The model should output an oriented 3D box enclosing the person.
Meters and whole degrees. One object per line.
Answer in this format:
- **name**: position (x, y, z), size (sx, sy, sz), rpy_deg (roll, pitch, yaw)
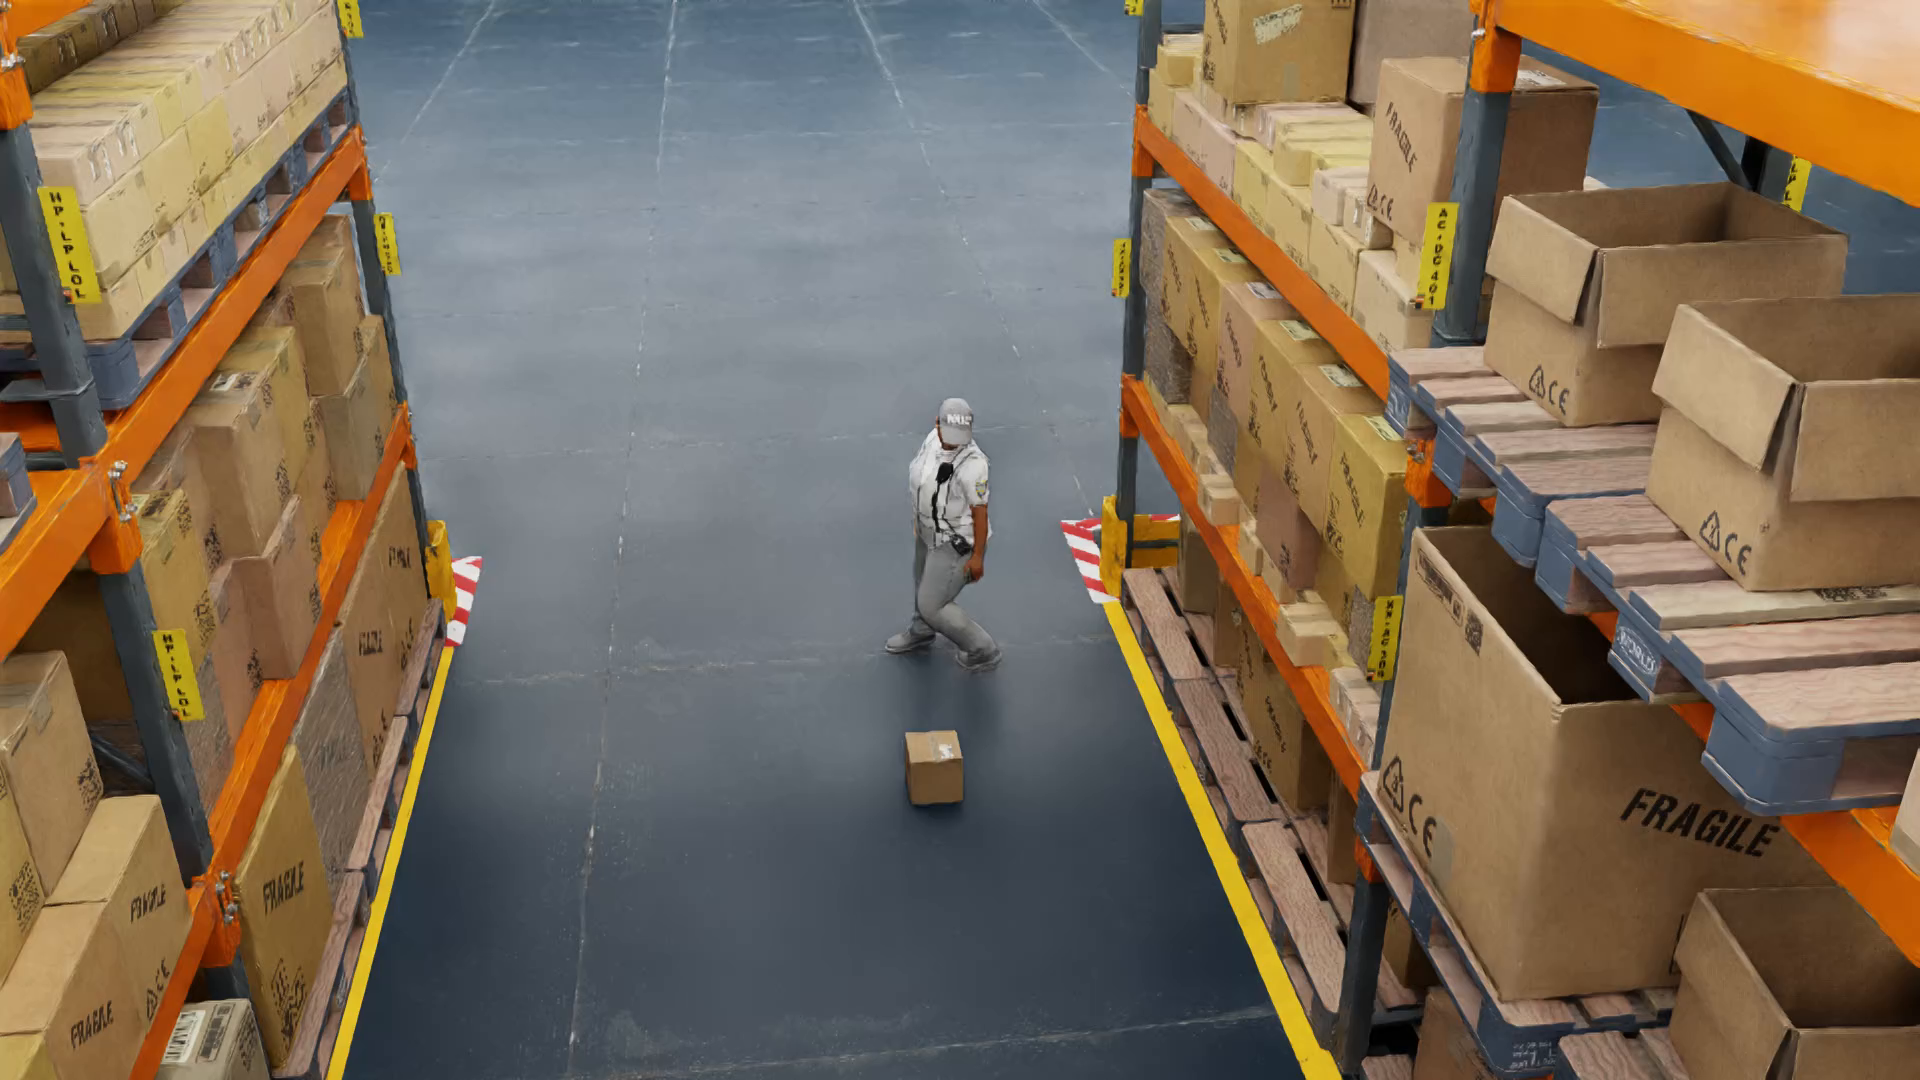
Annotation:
- **person**: position (-0.107, -0.037, 8.724), size (0.457, 1.629, 0.650), rpy_deg (-11, 29, -20)
